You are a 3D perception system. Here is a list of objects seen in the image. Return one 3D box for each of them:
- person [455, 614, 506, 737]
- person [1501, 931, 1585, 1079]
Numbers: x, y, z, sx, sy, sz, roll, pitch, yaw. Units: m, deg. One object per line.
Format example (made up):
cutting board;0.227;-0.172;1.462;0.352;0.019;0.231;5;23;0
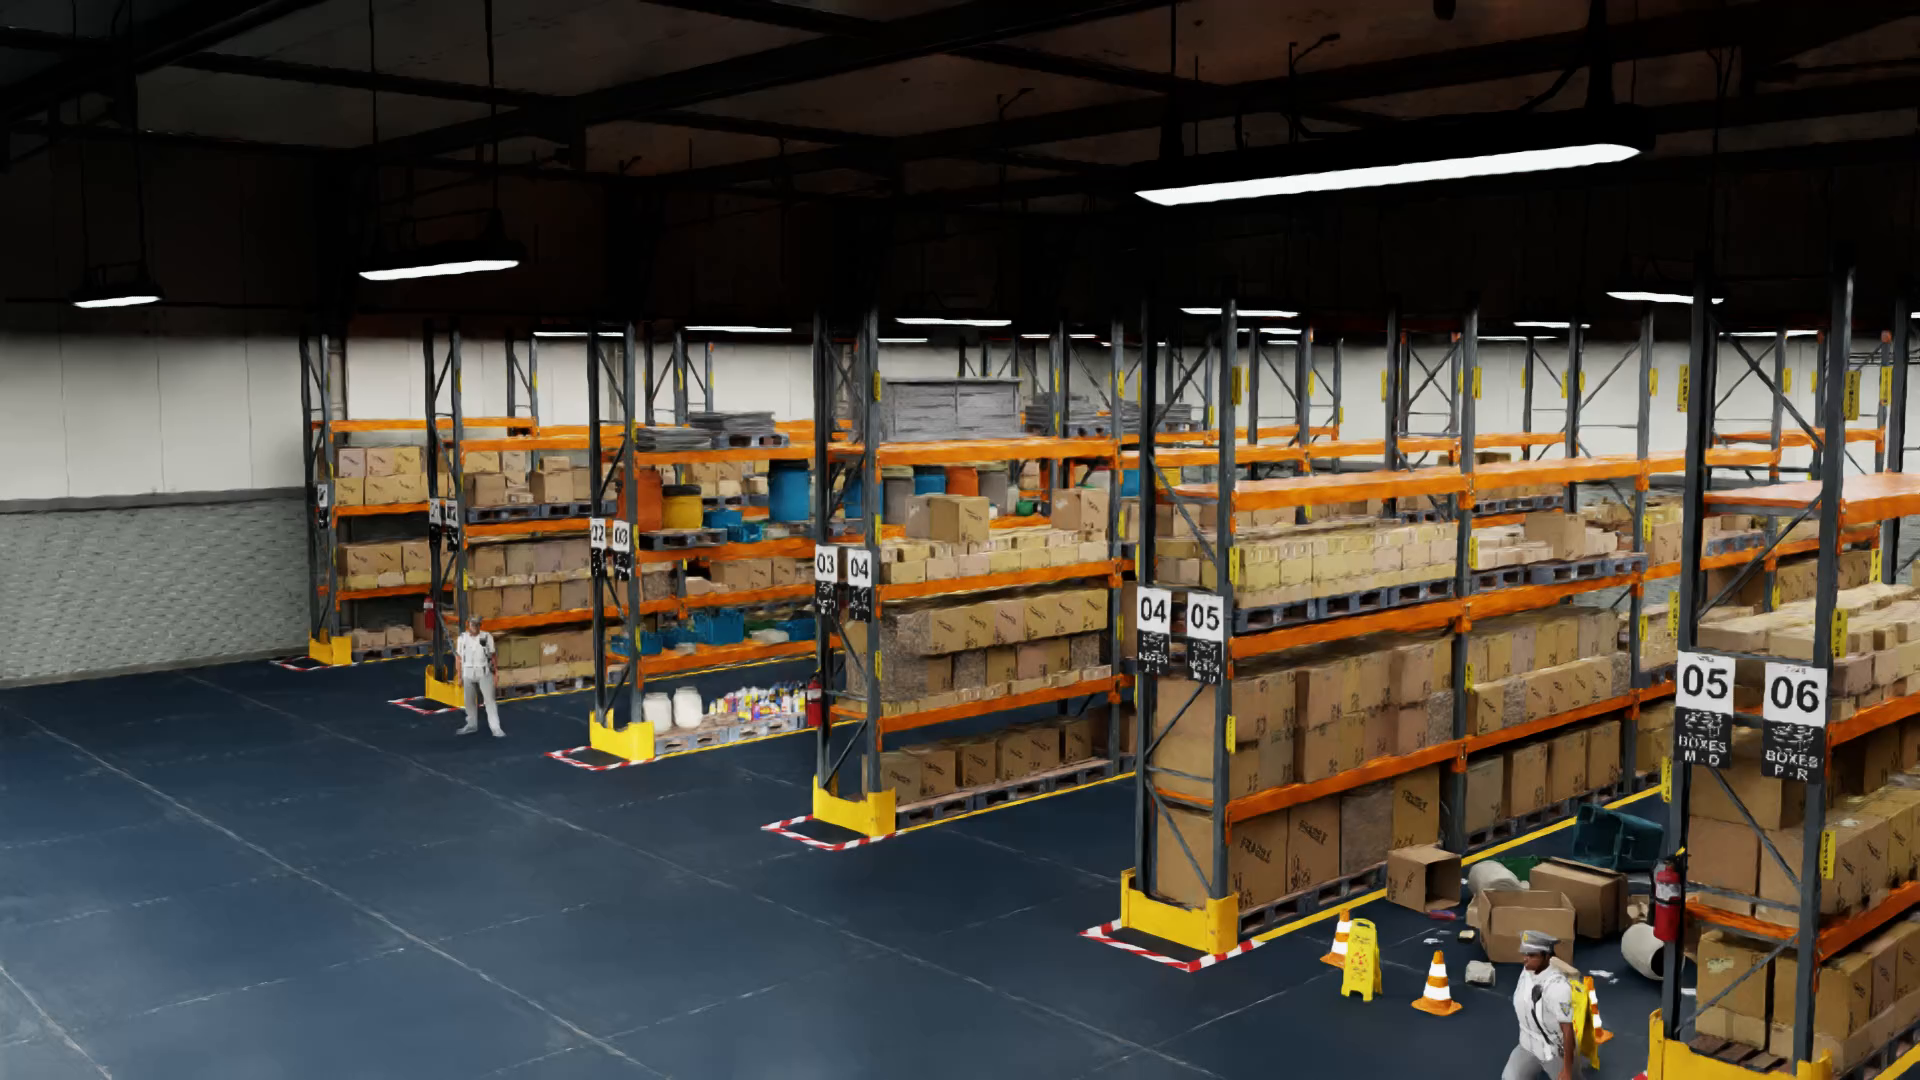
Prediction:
person;-6.809;1.909;23.560;0.772;1.743;0.578;0;6;-4
person;3.827;3.282;10.704;0.938;1.610;0.505;-2;6;-22
